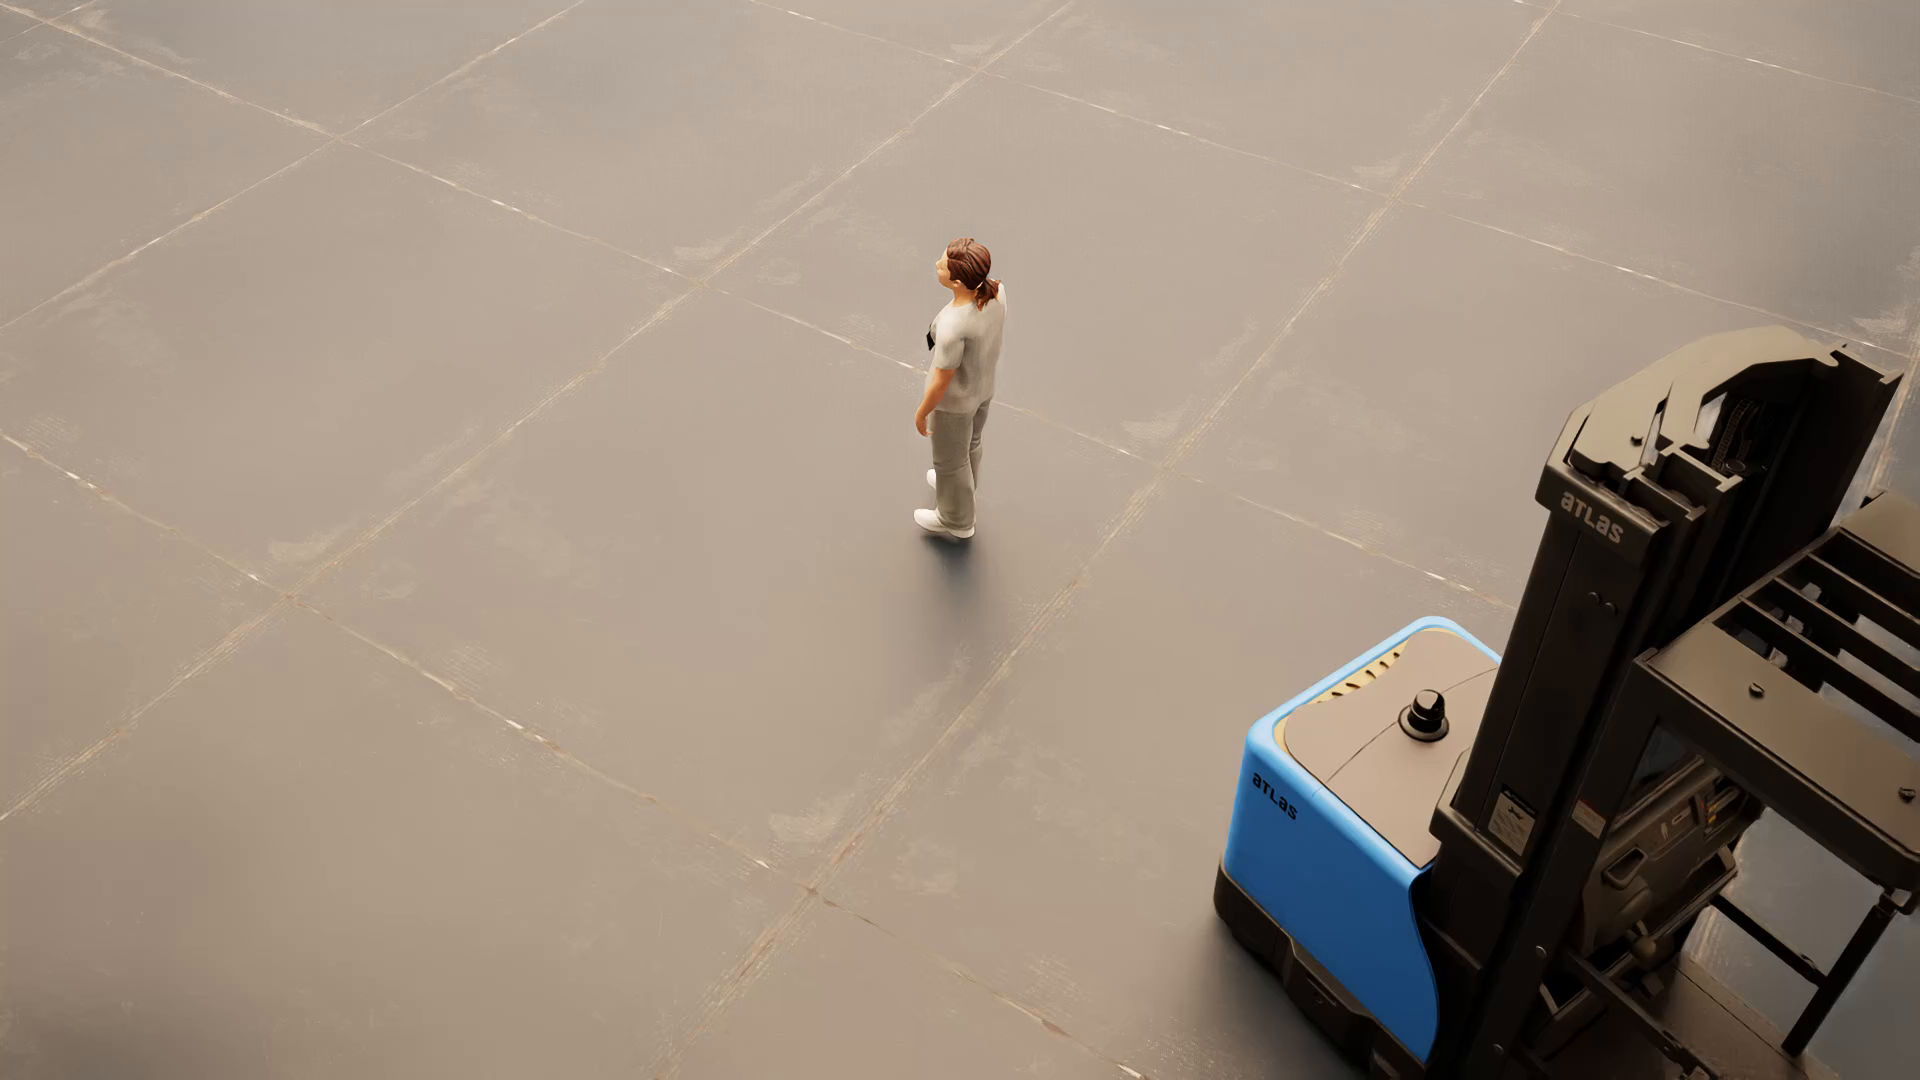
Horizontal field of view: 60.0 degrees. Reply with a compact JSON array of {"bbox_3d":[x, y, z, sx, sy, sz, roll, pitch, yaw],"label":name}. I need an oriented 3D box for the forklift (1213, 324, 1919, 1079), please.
[{"bbox_3d":[2.258,0.983,4.811,1.130,2.935,3.031,-27,50,-26],"label":"forklift"}]

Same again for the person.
[{"bbox_3d":[-0.054,-0.678,7.406,0.549,1.675,0.549,24,48,23],"label":"person"}]
